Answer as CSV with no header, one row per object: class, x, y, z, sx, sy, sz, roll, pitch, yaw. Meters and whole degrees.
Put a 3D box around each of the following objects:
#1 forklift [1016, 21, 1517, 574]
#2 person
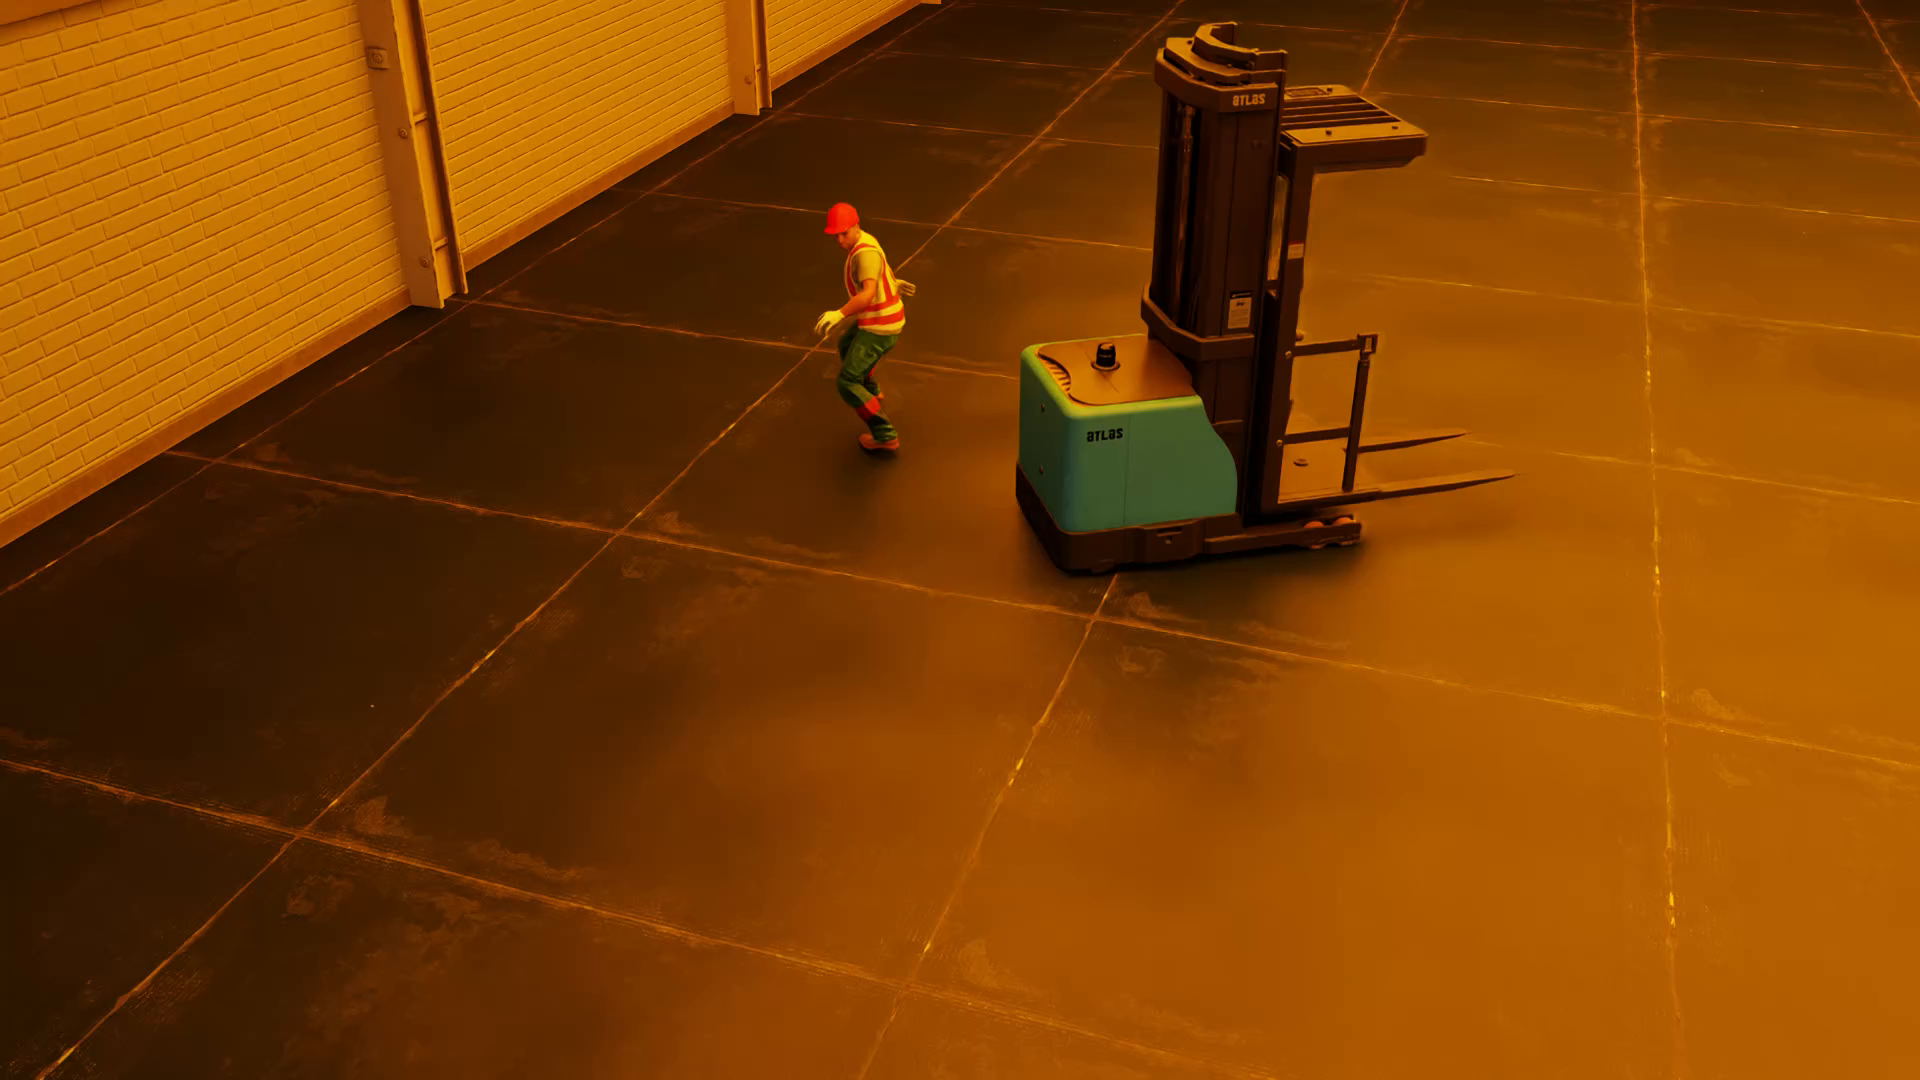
forklift,1.925,-1.463,9.704,3.031,2.935,1.130,-7,30,-12
person,-0.616,-1.424,11.074,0.587,1.718,1.086,1,30,2
